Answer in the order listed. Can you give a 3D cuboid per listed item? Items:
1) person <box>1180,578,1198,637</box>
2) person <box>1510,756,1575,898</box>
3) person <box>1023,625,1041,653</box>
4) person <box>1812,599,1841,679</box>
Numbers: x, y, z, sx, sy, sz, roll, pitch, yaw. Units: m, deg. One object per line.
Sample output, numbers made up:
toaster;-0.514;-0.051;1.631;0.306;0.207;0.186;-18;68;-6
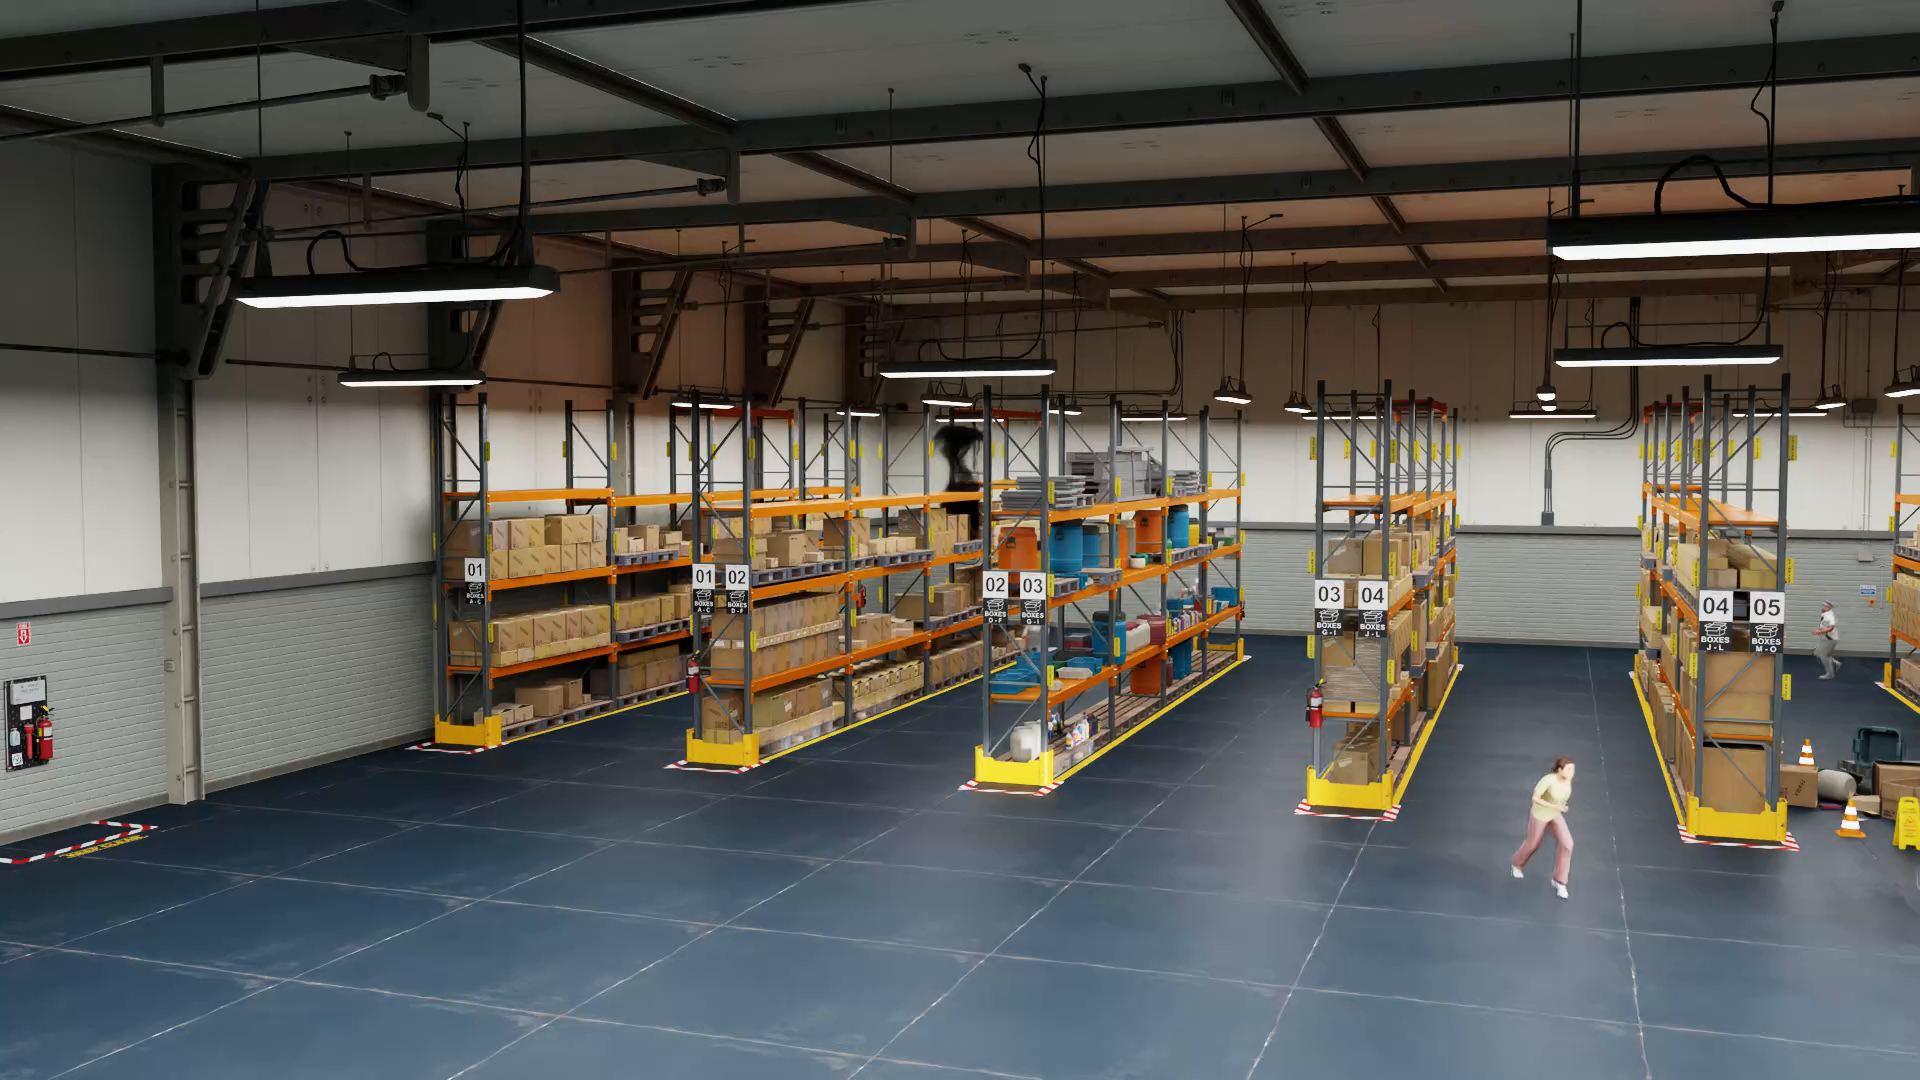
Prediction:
person;5.999;1.839;43.015;0.954;1.764;0.646;2;4;35
person;6.673;3.220;19.043;0.619;1.625;0.952;-1;3;-24
person;1.604;2.302;35.515;0.537;1.609;0.875;1;3;13
person;19.101;2.180;36.644;0.629;1.749;0.649;1;3;22
